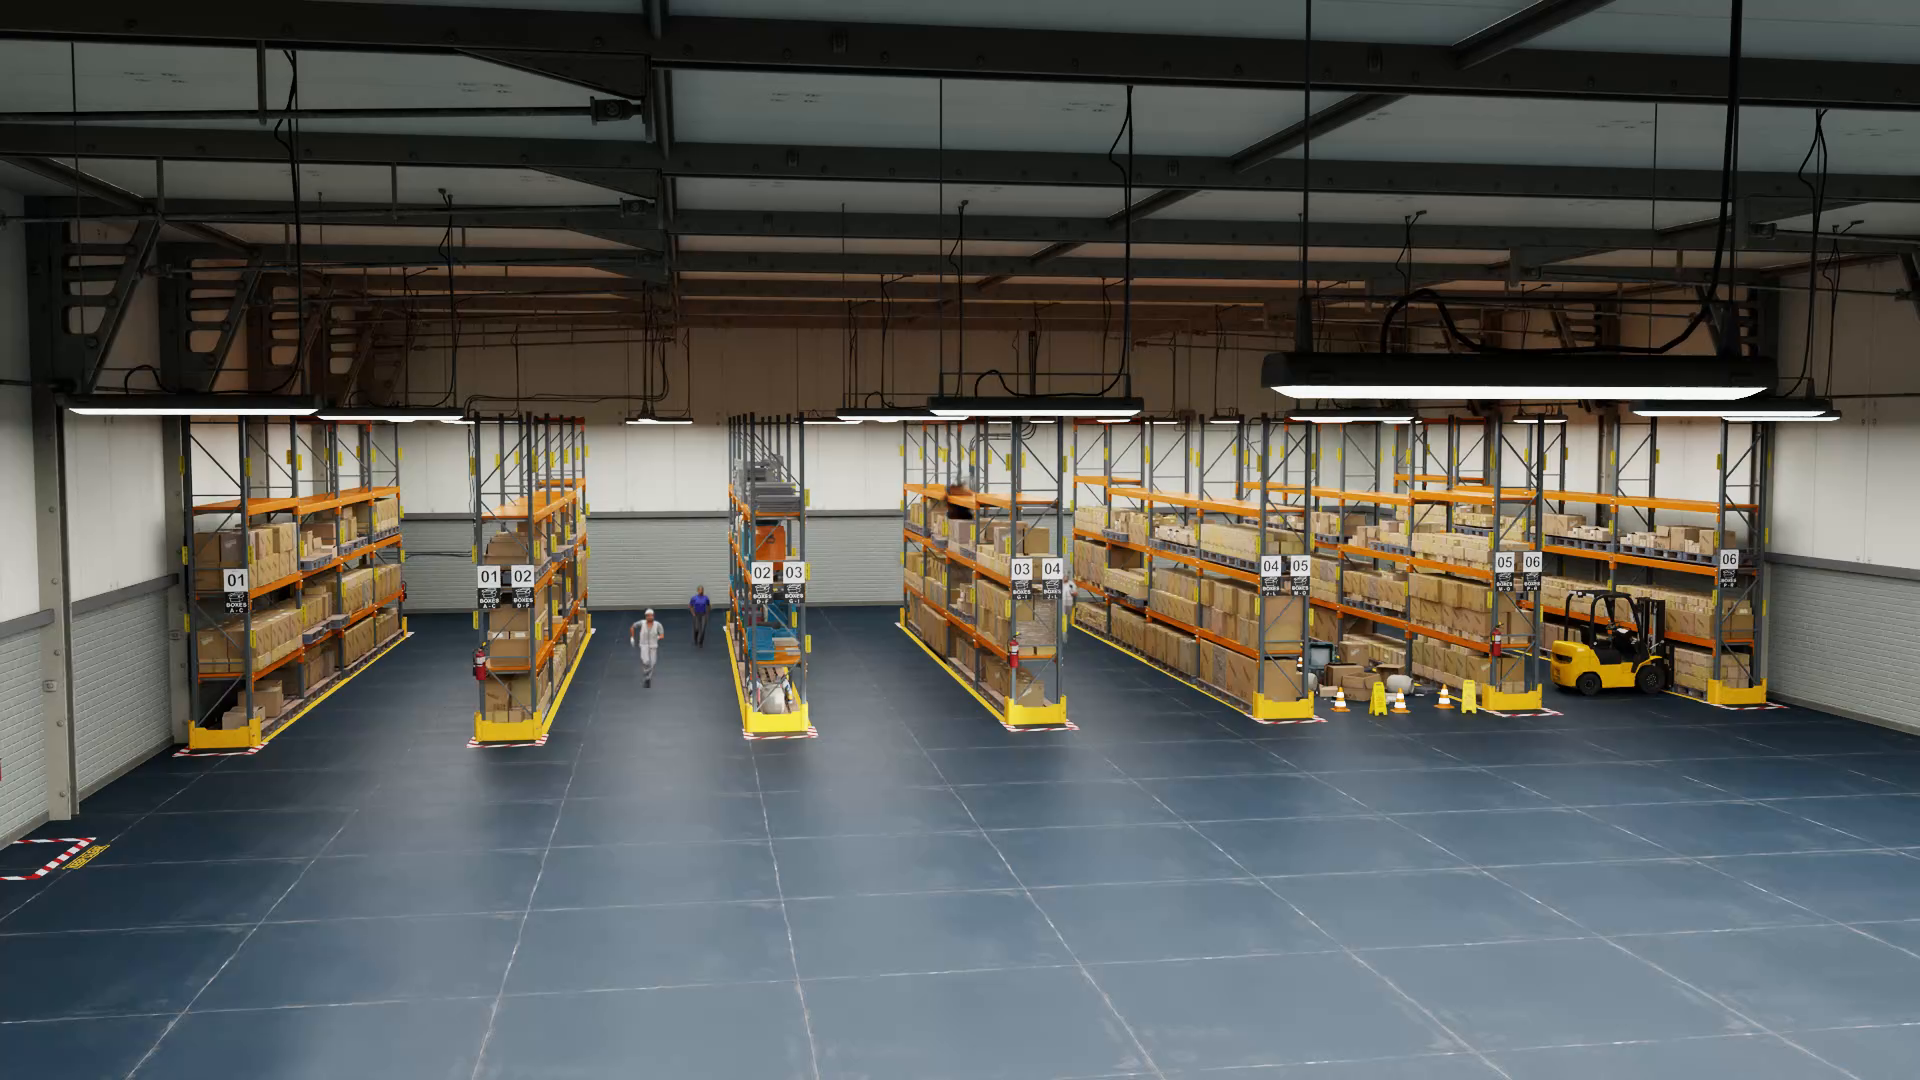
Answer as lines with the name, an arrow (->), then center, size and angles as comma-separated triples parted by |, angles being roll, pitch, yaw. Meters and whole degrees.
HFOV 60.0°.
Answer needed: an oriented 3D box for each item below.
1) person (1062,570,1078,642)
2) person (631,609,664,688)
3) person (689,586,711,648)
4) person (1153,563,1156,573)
person -> 2.719, 1.675, 42.763 | 0.653, 1.802, 0.881 | -1, 4, -11
person -> -6.800, 2.360, 36.239 | 0.700, 1.729, 0.795 | -1, 4, -17
person -> -6.712, 1.992, 43.000 | 0.550, 1.610, 0.544 | -1, 4, -16
person -> 5.580, 1.576, 48.272 | 0.674, 1.805, 1.202 | -1, 4, -10
